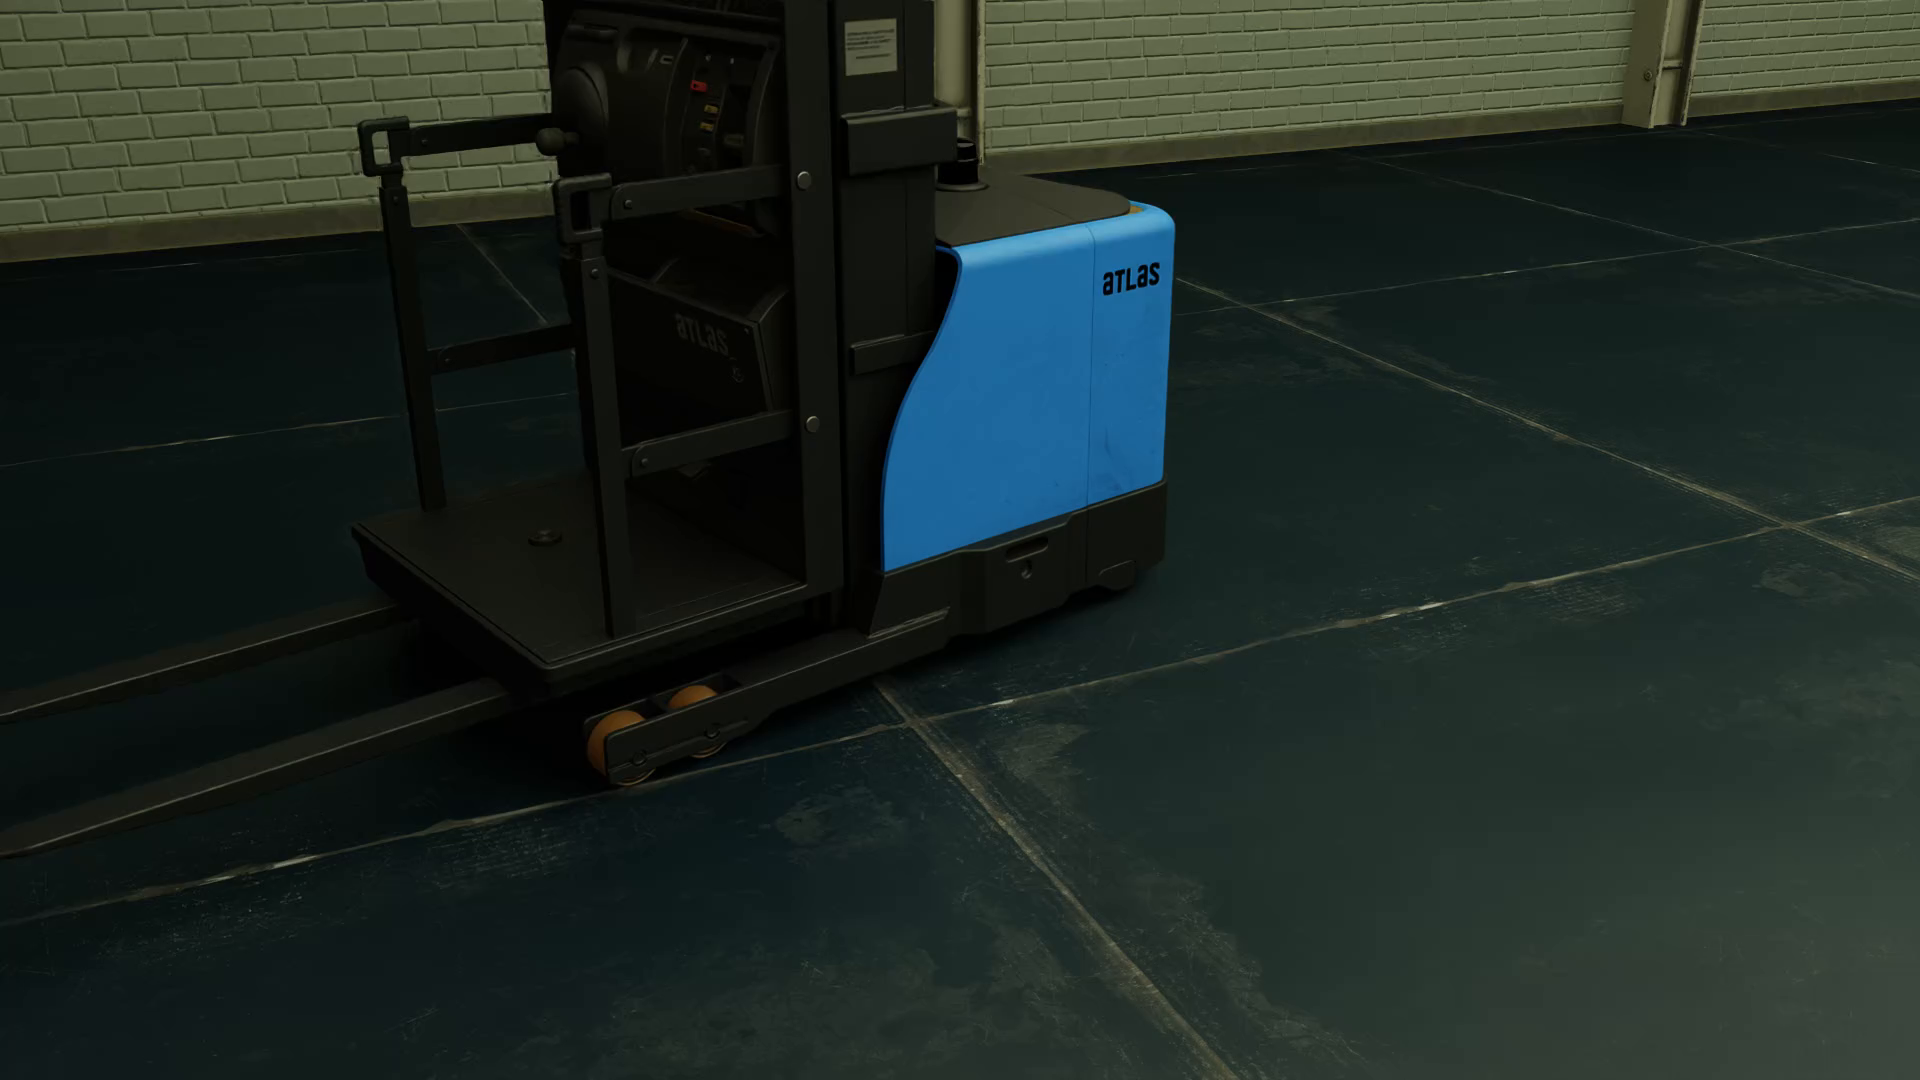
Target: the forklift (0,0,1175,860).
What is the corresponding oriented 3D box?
[{"bbox_3d":[-0.862,-1.025,3.752,3.031,2.935,1.130,-18,28,-36],"label":"forklift"}]
